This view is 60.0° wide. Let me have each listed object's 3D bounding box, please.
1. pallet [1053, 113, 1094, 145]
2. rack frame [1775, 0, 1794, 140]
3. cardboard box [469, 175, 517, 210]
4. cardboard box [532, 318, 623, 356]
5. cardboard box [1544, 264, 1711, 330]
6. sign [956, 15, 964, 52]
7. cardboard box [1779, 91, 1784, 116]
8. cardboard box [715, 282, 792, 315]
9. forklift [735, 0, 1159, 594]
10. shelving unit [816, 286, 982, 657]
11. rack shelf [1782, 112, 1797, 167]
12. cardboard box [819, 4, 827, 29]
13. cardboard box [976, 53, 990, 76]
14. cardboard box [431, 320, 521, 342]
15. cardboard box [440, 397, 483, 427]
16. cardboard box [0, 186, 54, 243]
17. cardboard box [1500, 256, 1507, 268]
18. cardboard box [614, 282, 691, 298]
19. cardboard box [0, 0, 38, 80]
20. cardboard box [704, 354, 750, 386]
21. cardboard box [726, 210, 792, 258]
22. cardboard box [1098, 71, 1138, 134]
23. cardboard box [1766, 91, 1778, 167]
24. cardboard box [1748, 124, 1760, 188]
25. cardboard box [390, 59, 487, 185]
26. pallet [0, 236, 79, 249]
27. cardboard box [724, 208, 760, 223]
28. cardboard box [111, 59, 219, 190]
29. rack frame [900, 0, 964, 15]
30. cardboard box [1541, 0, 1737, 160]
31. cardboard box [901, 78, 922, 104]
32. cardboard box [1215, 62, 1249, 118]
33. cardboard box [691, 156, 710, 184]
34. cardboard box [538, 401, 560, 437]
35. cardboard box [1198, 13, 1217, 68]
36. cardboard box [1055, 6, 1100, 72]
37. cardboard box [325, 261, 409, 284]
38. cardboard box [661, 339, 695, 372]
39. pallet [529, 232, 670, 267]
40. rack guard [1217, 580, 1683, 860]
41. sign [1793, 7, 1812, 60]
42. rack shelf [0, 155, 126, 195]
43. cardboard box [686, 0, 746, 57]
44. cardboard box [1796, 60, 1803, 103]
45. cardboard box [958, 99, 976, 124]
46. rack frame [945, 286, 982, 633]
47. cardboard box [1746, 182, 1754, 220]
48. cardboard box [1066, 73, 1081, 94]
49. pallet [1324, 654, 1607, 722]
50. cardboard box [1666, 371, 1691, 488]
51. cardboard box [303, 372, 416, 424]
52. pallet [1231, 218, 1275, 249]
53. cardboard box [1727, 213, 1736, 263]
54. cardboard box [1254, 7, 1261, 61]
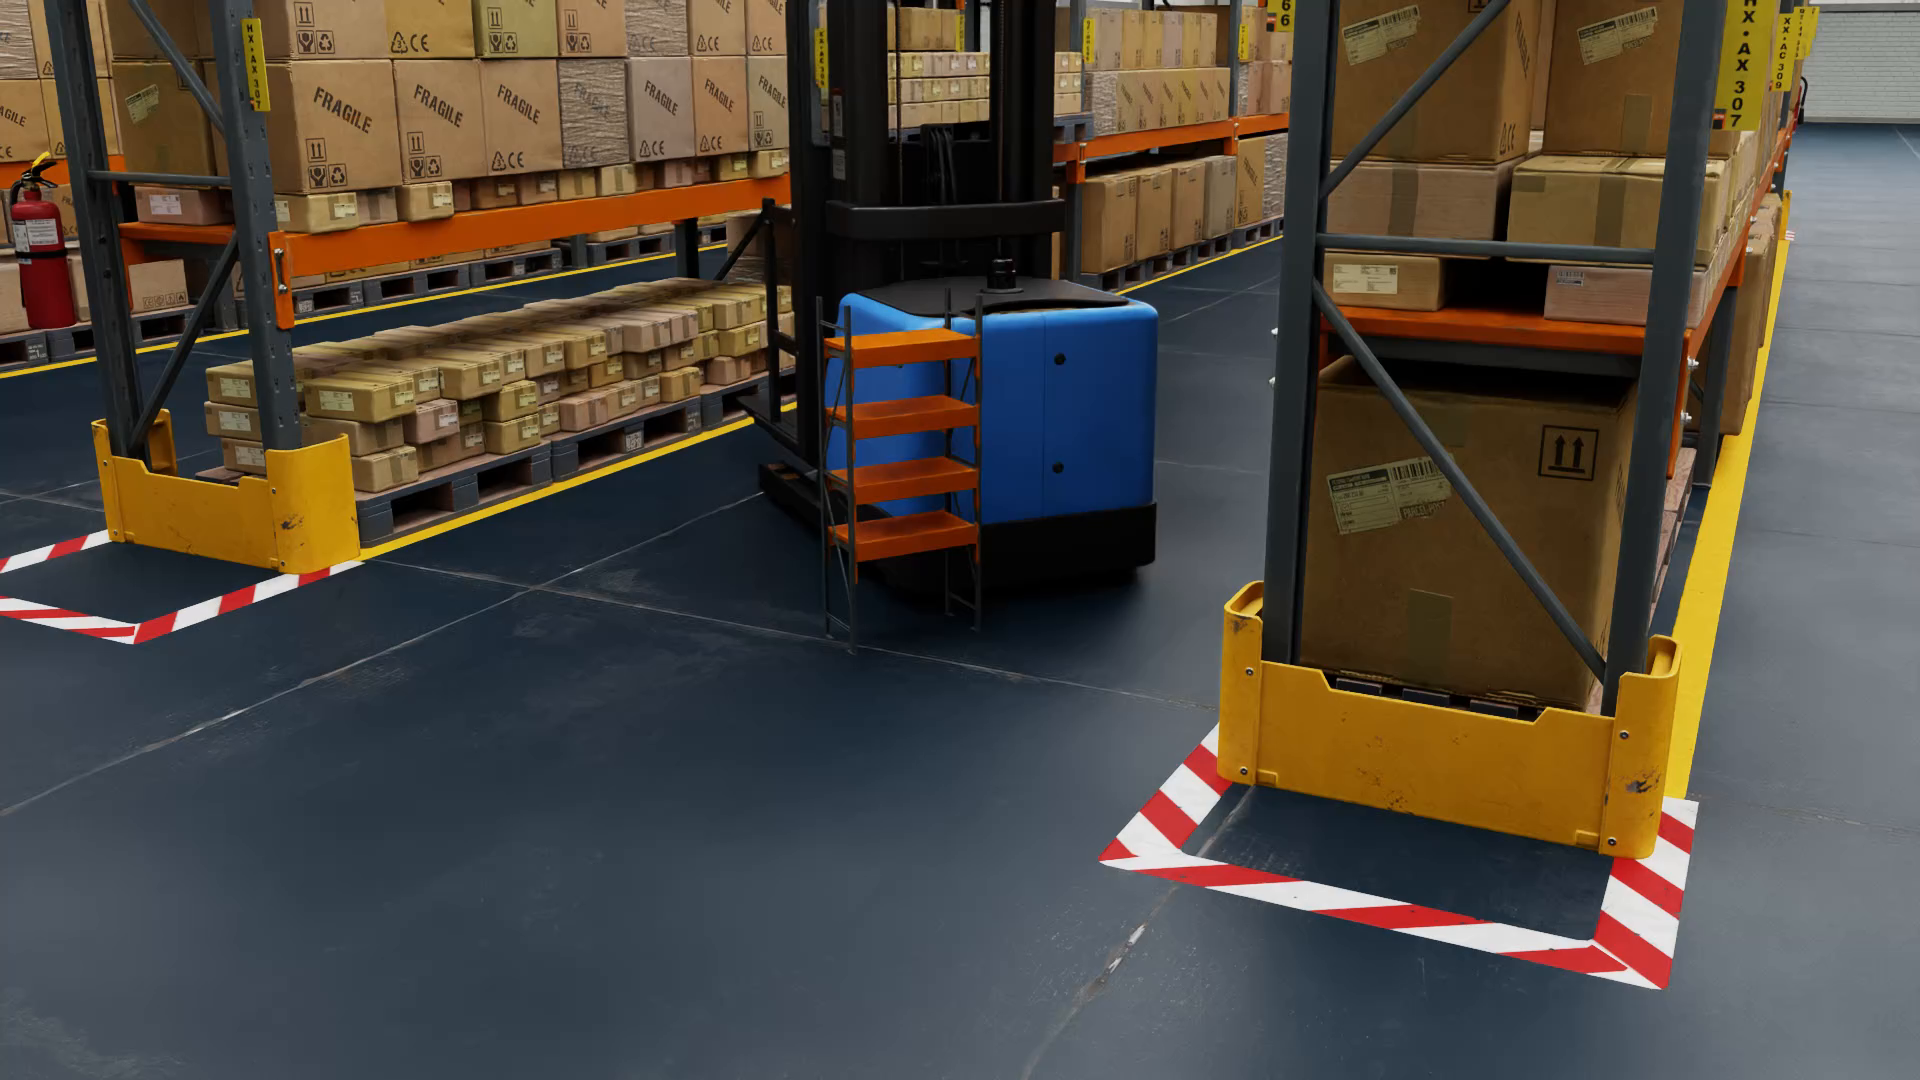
[{"bbox_3d":[0.285,-3.143,12.676,1.213,0.211,1.003,8,18,25],"label":"pallet"},{"bbox_3d":[4.900,-2.773,11.094,1.000,3.000,0.127,8,18,25],"label":"rack frame"},{"bbox_3d":[-2.248,-1.594,7.565,0.380,0.149,0.250,8,18,25],"label":"cardboard box"},{"bbox_3d":[-1.932,-1.017,8.403,0.380,0.149,0.250,8,18,26],"label":"cardboard box"},{"bbox_3d":[1.779,-0.664,4.432,0.380,0.149,0.250,8,18,26],"label":"cardboard box"},{"bbox_3d":[0.010,-4.055,13.375,0.100,0.325,0.005,8,18,25],"label":"sign"},{"bbox_3d":[5.854,-3.301,12.394,0.500,0.250,0.500,8,18,24],"label":"cardboard box"},{"bbox_3d":[-1.206,-1.408,9.720,0.380,0.149,0.250,9,19,27],"label":"cardboard box"},{"bbox_3d":[-0.280,-1.584,7.210,1.130,2.935,3.031,-7,18,-22],"label":"forklift"},{"bbox_3d":[-0.203,-0.241,5.729,0.503,1.200,0.258,-9,19,-28],"label":"shelving unit"},{"bbox_3d":[7.581,-3.957,16.342,1.077,0.370,4.000,8,18,25],"label":"rack shelf"},{"bbox_3d":[-1.788,-5.807,18.855,0.700,0.500,0.500,8,18,25],"label":"cardboard box"},{"bbox_3d":[0.002,-3.218,11.249,0.380,0.149,0.250,9,19,27],"label":"cardboard box"},{"bbox_3d":[-2.432,-1.005,8.364,0.380,0.149,0.250,7,18,24],"label":"cardboard box"},{"bbox_3d":[-2.400,-0.607,7.546,0.380,0.149,0.250,8,18,26],"label":"cardboard box"},{"bbox_3d":[-9.085,-3.138,15.975,0.500,0.500,0.500,7,18,23],"label":"cardboard box"},{"bbox_3d":[1.645,-1.008,5.592,0.380,0.149,0.250,8,18,24],"label":"cardboard box"},{"bbox_3d":[-1.795,-1.407,9.719,0.380,0.149,0.250,9,19,28],"label":"cardboard box"},{"bbox_3d":[-6.170,-3.128,10.357,0.500,0.500,0.500,8,18,26],"label":"cardboard box"},{"bbox_3d":[-1.401,-0.972,9.297,0.380,0.149,0.250,7,18,24],"label":"cardboard box"},{"bbox_3d":[-1.173,-1.996,10.811,0.500,0.250,0.500,8,18,24],"label":"cardboard box"},{"bbox_3d":[1.175,-3.688,13.998,0.500,0.500,0.500,8,18,25],"label":"cardboard box"},{"bbox_3d":[4.673,-2.538,10.125,0.500,0.500,0.500,8,18,25],"label":"cardboard box"},{"bbox_3d":[2.921,-1.547,6.707,0.500,0.250,0.500,9,19,27],"label":"cardboard box"},{"bbox_3d":[-2.403,-1.802,7.124,0.500,0.500,0.500,8,18,25],"label":"cardboard box"},{"bbox_3d":[-9.322,-2.833,16.192,1.003,0.211,1.213,8,18,25],"label":"pallet"},{"bbox_3d":[-2.729,-3.677,18.015,0.950,0.372,0.625,9,19,29],"label":"cardboard box"},{"bbox_3d":[-3.096,-1.730,6.884,0.500,0.500,0.500,9,19,26],"label":"cardboard box"},{"bbox_3d":[-0.391,-6.072,22.200,1.000,3.000,0.127,8,18,25],"label":"rack frame"},{"bbox_3d":[2.005,-1.381,4.830,0.500,0.500,0.500,8,18,24],"label":"cardboard box"},{"bbox_3d":[-0.463,-2.809,10.394,0.380,0.149,0.250,9,19,27],"label":"cardboard box"},{"bbox_3d":[2.449,-4.617,17.036,0.875,0.550,0.550,8,18,25],"label":"cardboard box"},{"bbox_3d":[-1.565,-1.992,8.903,0.380,0.149,0.250,8,18,24],"label":"cardboard box"},{"bbox_3d":[-2.157,-0.589,8.010,0.380,0.149,0.250,8,18,26],"label":"cardboard box"},{"bbox_3d":[2.078,-4.849,16.151,0.700,0.500,0.500,8,18,24],"label":"cardboard box"},{"bbox_3d":[0.717,-4.071,13.529,0.700,0.500,0.500,8,18,25],"label":"cardboard box"},{"bbox_3d":[-5.151,-2.597,13.495,0.875,0.875,0.875,9,19,27],"label":"cardboard box"},{"bbox_3d":[-1.646,-1.008,8.898,0.380,0.149,0.250,9,19,27],"label":"cardboard box"},{"bbox_3d":[-3.615,-2.896,16.405,1.003,0.211,1.213,8,18,25],"label":"pallet"},{"bbox_3d":[1.314,0.469,4.569,1.175,0.500,0.348,8,18,25],"label":"rack guard"},{"bbox_3d":[5.398,-3.259,10.694,0.100,0.325,0.005,8,18,25],"label":"sign"},{"bbox_3d":[-6.647,-2.161,10.296,1.077,0.370,4.000,8,18,25],"label":"rack shelf"},{"bbox_3d":[-1.474,-2.795,8.711,0.500,0.500,0.500,7,18,24],"label":"cardboard box"},{"bbox_3d":[8.088,-4.723,16.958,0.875,0.500,0.500,8,18,25],"label":"cardboard box"},{"bbox_3d":[-0.113,-2.867,11.114,0.380,0.149,0.250,8,18,24],"label":"cardboard box"},{"bbox_3d":[0.011,-0.275,5.843,0.015,1.200,0.240,-9,19,-28],"label":"rack frame"},{"bbox_3d":[3.154,-1.449,7.076,0.380,0.149,0.250,8,19,26],"label":"cardboard box"},{"bbox_3d":[0.694,-3.470,12.620,0.380,0.149,0.250,9,19,27],"label":"cardboard box"},{"bbox_3d":[1.612,0.387,5.350,1.003,0.211,1.213,8,18,25],"label":"pallet"},{"bbox_3d":[2.746,-0.779,7.375,0.875,0.875,0.875,8,18,25],"label":"cardboard box"},{"bbox_3d":[-2.529,-0.603,7.010,0.380,0.149,0.250,7,18,23],"label":"cardboard box"},{"bbox_3d":[2.705,-3.296,17.751,1.003,0.211,1.213,8,18,25],"label":"pallet"},{"bbox_3d":[2.465,-1.056,5.752,0.380,0.149,0.250,8,18,24],"label":"cardboard box"},{"bbox_3d":[2.632,-5.283,17.384,0.875,0.550,0.550,8,18,25],"label":"cardboard box"}]
